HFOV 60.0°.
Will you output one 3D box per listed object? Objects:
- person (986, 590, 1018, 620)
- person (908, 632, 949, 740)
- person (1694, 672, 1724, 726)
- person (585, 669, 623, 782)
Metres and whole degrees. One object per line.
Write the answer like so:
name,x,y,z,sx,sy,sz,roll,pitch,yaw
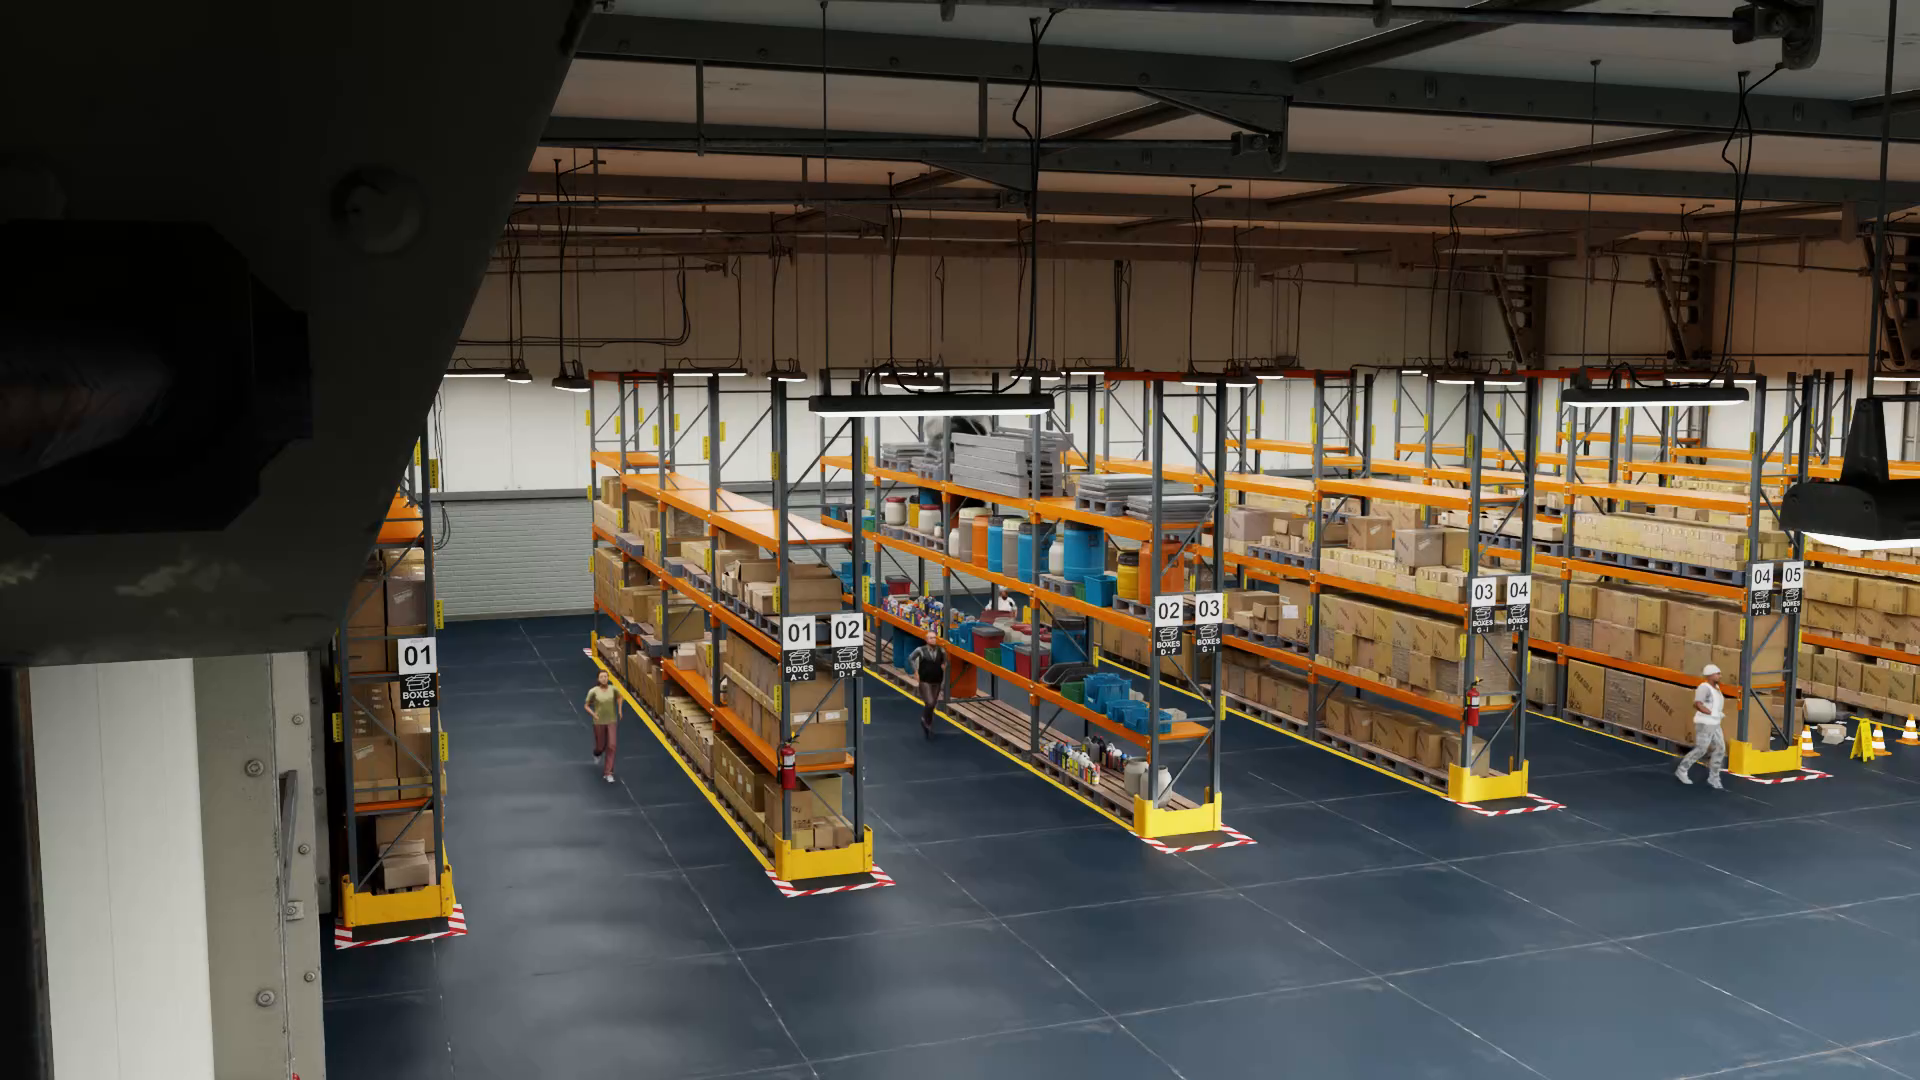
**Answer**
person,0.899,1.367,33.796,0.668,0.799,0.467,-2,7,-19
person,-0.487,2.407,27.619,0.638,1.784,0.781,-3,7,-27
person,11.009,2.307,24.372,0.478,0.895,0.747,6,9,42
person,-5.315,2.746,24.932,0.593,1.640,0.875,-3,7,-23
